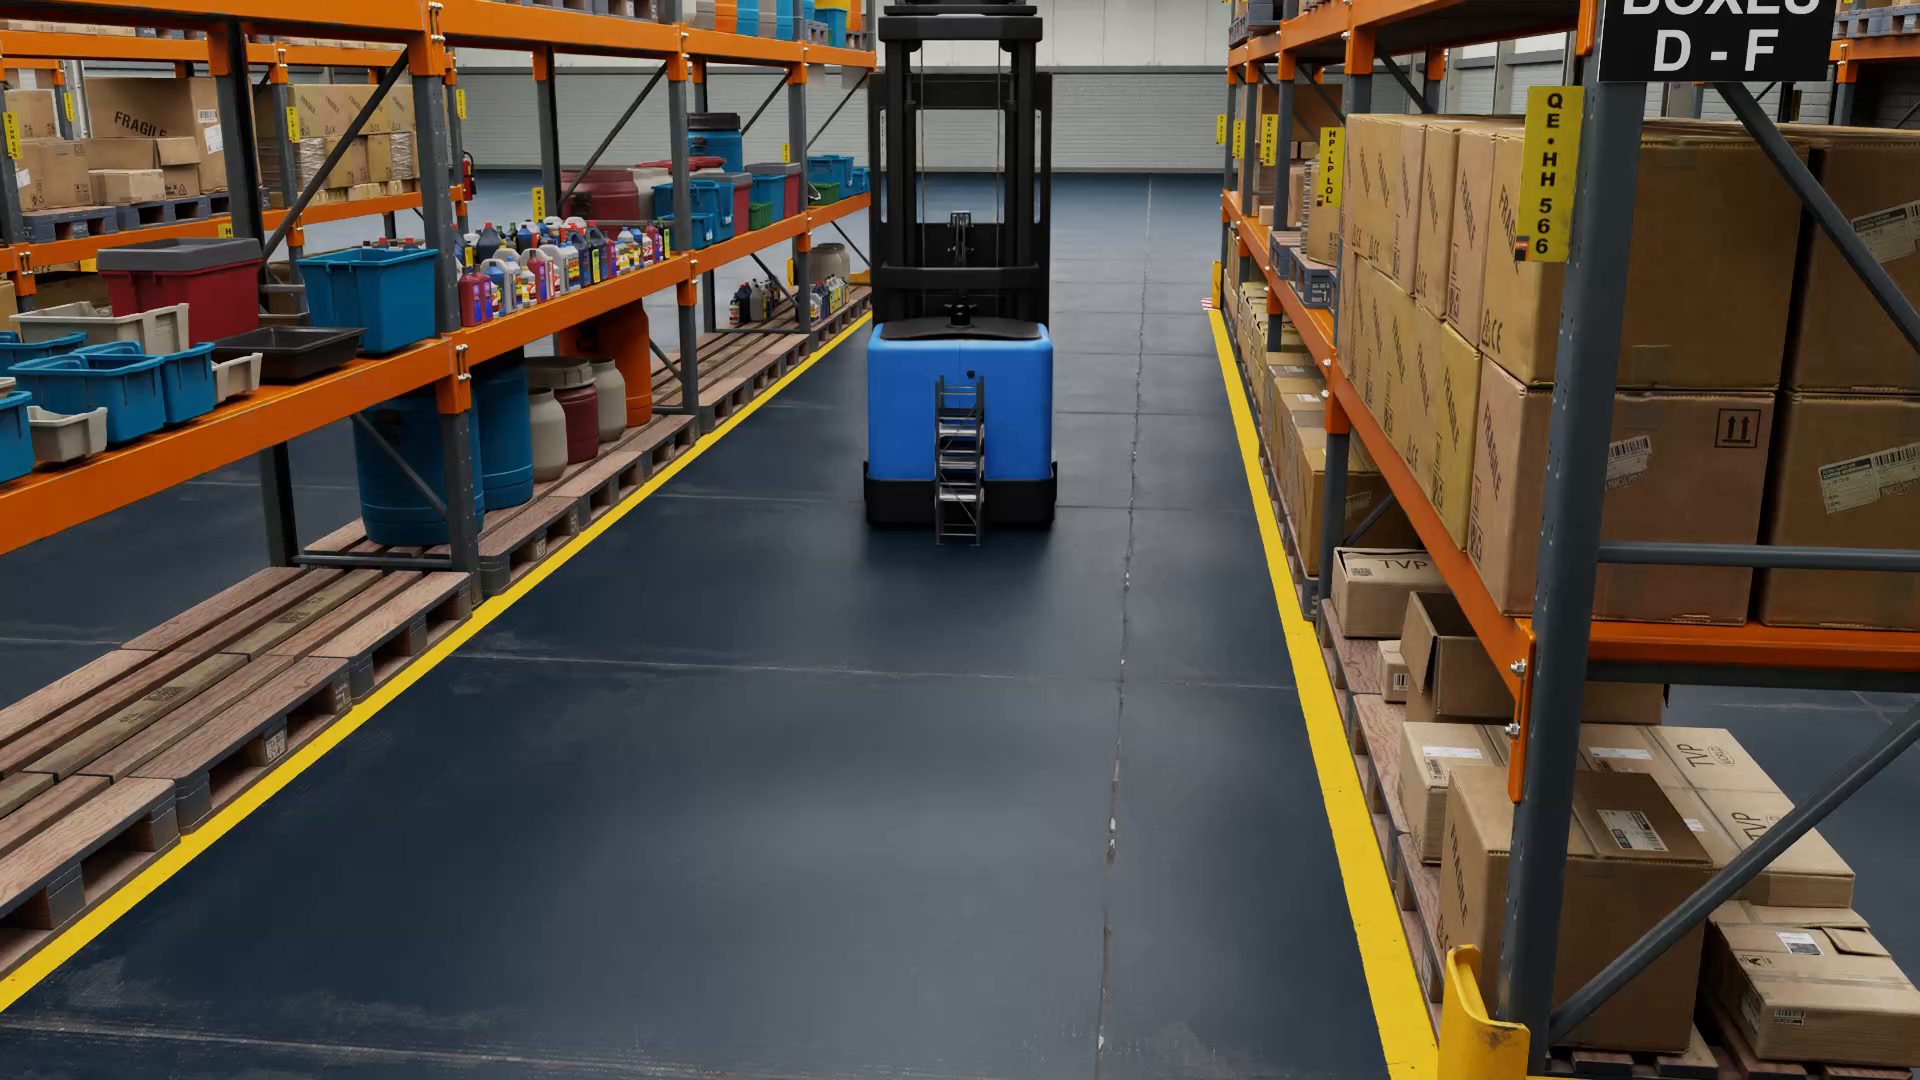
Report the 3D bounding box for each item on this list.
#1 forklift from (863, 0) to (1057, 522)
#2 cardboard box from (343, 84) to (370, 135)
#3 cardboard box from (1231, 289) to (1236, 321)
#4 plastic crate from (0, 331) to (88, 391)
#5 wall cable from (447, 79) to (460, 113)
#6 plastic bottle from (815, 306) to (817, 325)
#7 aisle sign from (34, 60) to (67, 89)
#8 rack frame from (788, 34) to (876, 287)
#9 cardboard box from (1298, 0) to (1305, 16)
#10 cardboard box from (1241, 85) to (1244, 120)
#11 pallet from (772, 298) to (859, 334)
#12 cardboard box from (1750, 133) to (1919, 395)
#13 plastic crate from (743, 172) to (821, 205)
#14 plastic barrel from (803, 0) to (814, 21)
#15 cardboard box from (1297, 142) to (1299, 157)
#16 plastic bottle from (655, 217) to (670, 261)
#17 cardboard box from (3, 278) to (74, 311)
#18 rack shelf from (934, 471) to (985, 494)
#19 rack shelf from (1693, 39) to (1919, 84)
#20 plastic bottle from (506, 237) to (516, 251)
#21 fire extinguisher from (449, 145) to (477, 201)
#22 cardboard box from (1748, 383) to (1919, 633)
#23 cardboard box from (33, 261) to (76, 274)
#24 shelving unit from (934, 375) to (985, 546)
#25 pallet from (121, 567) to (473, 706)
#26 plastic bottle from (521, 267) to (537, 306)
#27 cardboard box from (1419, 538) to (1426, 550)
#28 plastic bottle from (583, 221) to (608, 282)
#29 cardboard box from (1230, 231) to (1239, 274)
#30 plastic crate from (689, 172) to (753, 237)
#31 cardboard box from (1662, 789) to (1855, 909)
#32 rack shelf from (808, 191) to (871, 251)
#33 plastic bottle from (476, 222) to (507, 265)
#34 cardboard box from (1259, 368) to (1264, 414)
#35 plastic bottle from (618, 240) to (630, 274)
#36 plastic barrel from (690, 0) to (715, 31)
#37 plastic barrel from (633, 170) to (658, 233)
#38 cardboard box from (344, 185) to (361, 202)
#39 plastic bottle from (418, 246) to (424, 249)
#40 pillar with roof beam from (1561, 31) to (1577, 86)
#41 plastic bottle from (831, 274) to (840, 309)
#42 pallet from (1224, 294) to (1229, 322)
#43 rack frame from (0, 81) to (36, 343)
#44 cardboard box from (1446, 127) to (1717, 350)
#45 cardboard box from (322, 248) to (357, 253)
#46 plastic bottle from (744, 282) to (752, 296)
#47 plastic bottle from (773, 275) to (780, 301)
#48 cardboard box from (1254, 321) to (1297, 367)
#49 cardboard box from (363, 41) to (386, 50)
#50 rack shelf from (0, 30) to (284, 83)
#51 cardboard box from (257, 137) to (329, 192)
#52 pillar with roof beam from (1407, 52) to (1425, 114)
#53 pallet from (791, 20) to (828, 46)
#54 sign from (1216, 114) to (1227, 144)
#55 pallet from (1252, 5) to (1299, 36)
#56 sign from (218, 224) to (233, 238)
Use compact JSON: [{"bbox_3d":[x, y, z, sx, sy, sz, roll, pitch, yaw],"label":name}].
[{"bbox_3d":[0.004,-1.840,10.350,1.130,2.935,3.031,0,15,0],"label":"forklift"},{"bbox_3d":[-6.411,-4.406,17.032,0.500,0.500,0.500,2,15,6],"label":"cardboard box"},{"bbox_3d":[2.959,-2.331,16.501,0.500,0.250,0.500,2,15,6],"label":"cardboard box"},{"bbox_3d":[-3.282,-0.593,5.813,0.416,0.233,0.300,2,15,6],"label":"plastic crate"},{"bbox_3d":[-17.097,-14.586,51.813,3.097,2.526,0.112,2,15,6],"label":"wall cable"},{"bbox_3d":[-1.422,-2.174,15.975,0.097,0.201,0.097,0,15,0],"label":"plastic bottle"},{"bbox_3d":[-10.986,-5.837,20.021,0.394,0.787,0.004,2,15,6],"label":"aisle sign"},{"bbox_3d":[-1.454,-4.254,19.148,1.000,3.000,0.127,2,15,6],"label":"rack frame"},{"bbox_3d":[2.549,-3.414,10.105,0.910,0.500,0.500,2,15,6],"label":"cardboard box"},{"bbox_3d":[3.396,-4.647,17.925,0.700,0.500,0.500,2,15,6],"label":"cardboard box"},{"bbox_3d":[-1.653,-2.361,17.489,1.003,0.211,1.213,2,15,6],"label":"pallet"},{"bbox_3d":[1.974,-0.596,3.512,0.500,0.500,0.500,2,15,8],"label":"cardboard box"},{"bbox_3d":[-1.720,-3.319,15.808,0.767,0.338,0.504,2,15,6],"label":"plastic crate"},{"bbox_3d":[-1.686,-5.364,15.743,0.600,0.901,0.708,2,15,6],"label":"plastic barrel"},{"bbox_3d":[3.267,-3.560,15.148,0.380,0.149,0.250,2,15,7],"label":"cardboard box"},{"bbox_3d":[-1.978,-2.005,11.056,0.061,0.283,0.133,2,15,6],"label":"plastic bottle"},{"bbox_3d":[-7.232,-1.867,12.831,0.500,0.250,0.500,2,15,9],"label":"cardboard box"},{"bbox_3d":[-0.001,-0.313,9.068,0.258,0.077,0.200,2,15,6],"label":"rack shelf"},{"bbox_3d":[8.164,-4.544,15.853,1.077,0.370,4.000,2,15,6],"label":"rack shelf"},{"bbox_3d":[-2.834,-1.797,10.441,0.097,0.201,0.097,0,15,0],"label":"plastic bottle"},{"bbox_3d":[-5.904,-4.379,19.757,0.296,0.674,0.183,2,15,6],"label":"fire extinguisher"},{"bbox_3d":[1.974,-0.113,3.642,0.500,0.500,0.500,2,15,7],"label":"cardboard box"},{"bbox_3d":[-11.303,-3.572,19.890,0.875,0.875,0.875,2,15,7],"label":"cardboard box"},{"bbox_3d":[-0.001,-0.432,9.036,0.258,0.900,0.210,2,15,6],"label":"shelving unit"},{"bbox_3d":[-2.852,0.396,7.293,1.003,0.211,1.213,2,15,6],"label":"pallet"},{"bbox_3d":[-2.273,-1.329,8.713,0.097,0.201,0.097,0,15,0],"label":"plastic bottle"},{"bbox_3d":[2.410,-0.119,7.801,0.500,0.500,0.500,1,15,4],"label":"cardboard box"},{"bbox_3d":[-2.166,-1.701,9.802,0.144,0.351,0.185,2,15,6],"label":"plastic bottle"},{"bbox_3d":[3.088,-2.952,17.360,0.500,0.500,0.500,2,15,6],"label":"cardboard box"},{"bbox_3d":[-1.870,-2.620,12.983,0.402,0.464,0.583,2,15,6],"label":"plastic crate"},{"bbox_3d":[2.062,0.895,4.530,0.500,0.250,0.500,2,15,6],"label":"cardboard box"},{"bbox_3d":[-1.679,-3.388,17.324,1.077,0.370,4.000,2,15,6],"label":"rack shelf"},{"bbox_3d":[-2.739,-1.682,9.731,0.144,0.351,0.185,2,15,6],"label":"plastic bottle"},{"bbox_3d":[2.382,-1.051,11.767,0.500,0.250,0.500,2,15,8],"label":"cardboard box"},{"bbox_3d":[-2.090,-1.750,10.269,0.097,0.201,0.097,0,15,0],"label":"plastic bottle"},{"bbox_3d":[-2.048,-4.076,11.782,0.600,0.901,0.600,0,15,0],"label":"plastic barrel"},{"bbox_3d":[-2.453,-2.506,12.470,0.421,0.512,0.421,0,15,0],"label":"plastic barrel"},{"bbox_3d":[-6.374,-3.547,17.015,0.380,0.149,0.250,2,15,6],"label":"cardboard box"},{"bbox_3d":[-2.971,-1.454,9.031,0.152,0.276,0.135,2,15,6],"label":"plastic bottle"},{"bbox_3d":[6.247,-9.890,28.499,9.100,9.000,0.400,2,15,6],"label":"pillar with roof beam"},{"bbox_3d":[-1.311,-2.555,17.096,0.144,0.351,0.185,2,15,9],"label":"plastic bottle"},{"bbox_3d":[3.423,-2.562,18.231,1.003,0.211,1.213,2,15,6],"label":"pallet"},{"bbox_3d":[-7.278,-2.325,12.014,1.000,3.000,0.127,2,15,6],"label":"rack frame"},{"bbox_3d":[1.495,-0.743,4.056,0.500,0.500,0.500,2,15,8],"label":"cardboard box"},{"bbox_3d":[-6.585,-2.917,18.186,0.500,0.500,0.500,3,15,11],"label":"cardboard box"},{"bbox_3d":[-2.097,-2.376,16.433,0.144,0.351,0.185,1,15,3],"label":"plastic bottle"},{"bbox_3d":[-1.968,-2.688,17.742,0.097,0.271,0.097,0,15,0],"label":"plastic bottle"},{"bbox_3d":[2.431,-1.457,12.191,0.500,0.311,0.500,1,15,5],"label":"cardboard box"},{"bbox_3d":[-6.348,-5.250,17.373,0.500,0.250,0.500,1,15,5],"label":"cardboard box"},{"bbox_3d":[-7.052,-3.945,13.635,1.077,0.370,4.000,2,15,6],"label":"rack shelf"},{"bbox_3d":[-6.714,-3.669,16.224,0.875,0.500,0.500,2,15,6],"label":"cardboard box"},{"bbox_3d":[8.278,-14.559,45.764,9.100,9.000,0.400,2,15,6],"label":"pillar with roof beam"},{"bbox_3d":[-1.921,-4.764,15.647,1.213,0.211,1.003,2,15,6],"label":"pallet"},{"bbox_3d":[2.917,-4.581,18.548,0.100,0.325,0.005,2,15,6],"label":"sign"},{"bbox_3d":[2.676,-3.858,12.298,1.003,0.211,1.213,2,15,9],"label":"pallet"},{"bbox_3d":[-3.354,-1.292,7.664,0.100,0.325,0.005,2,15,6],"label":"sign"}]
